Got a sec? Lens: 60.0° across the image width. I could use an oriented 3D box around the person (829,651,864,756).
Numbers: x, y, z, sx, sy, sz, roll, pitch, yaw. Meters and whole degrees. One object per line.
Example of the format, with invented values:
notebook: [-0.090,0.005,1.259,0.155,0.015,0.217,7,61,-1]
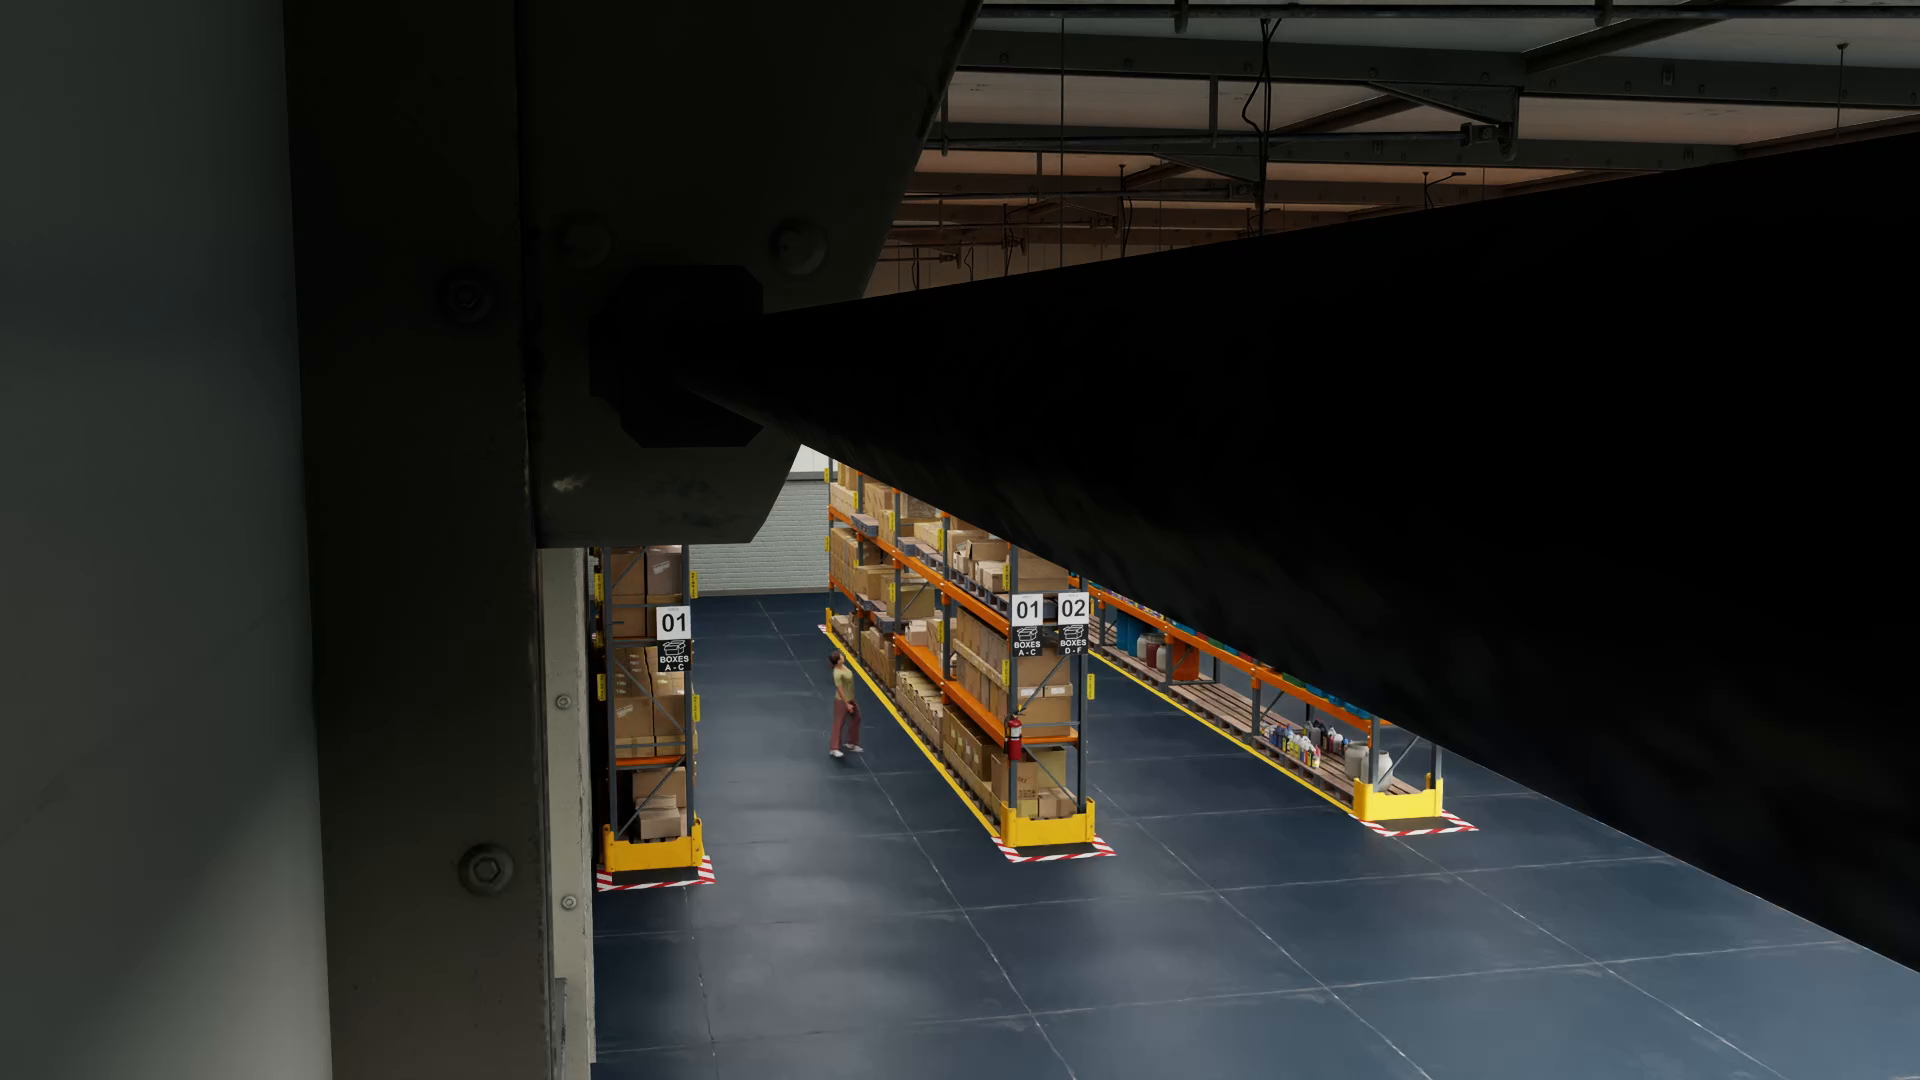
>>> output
person: [-1.769,2.499,25.591,0.425,1.677,0.592,2,7,18]
